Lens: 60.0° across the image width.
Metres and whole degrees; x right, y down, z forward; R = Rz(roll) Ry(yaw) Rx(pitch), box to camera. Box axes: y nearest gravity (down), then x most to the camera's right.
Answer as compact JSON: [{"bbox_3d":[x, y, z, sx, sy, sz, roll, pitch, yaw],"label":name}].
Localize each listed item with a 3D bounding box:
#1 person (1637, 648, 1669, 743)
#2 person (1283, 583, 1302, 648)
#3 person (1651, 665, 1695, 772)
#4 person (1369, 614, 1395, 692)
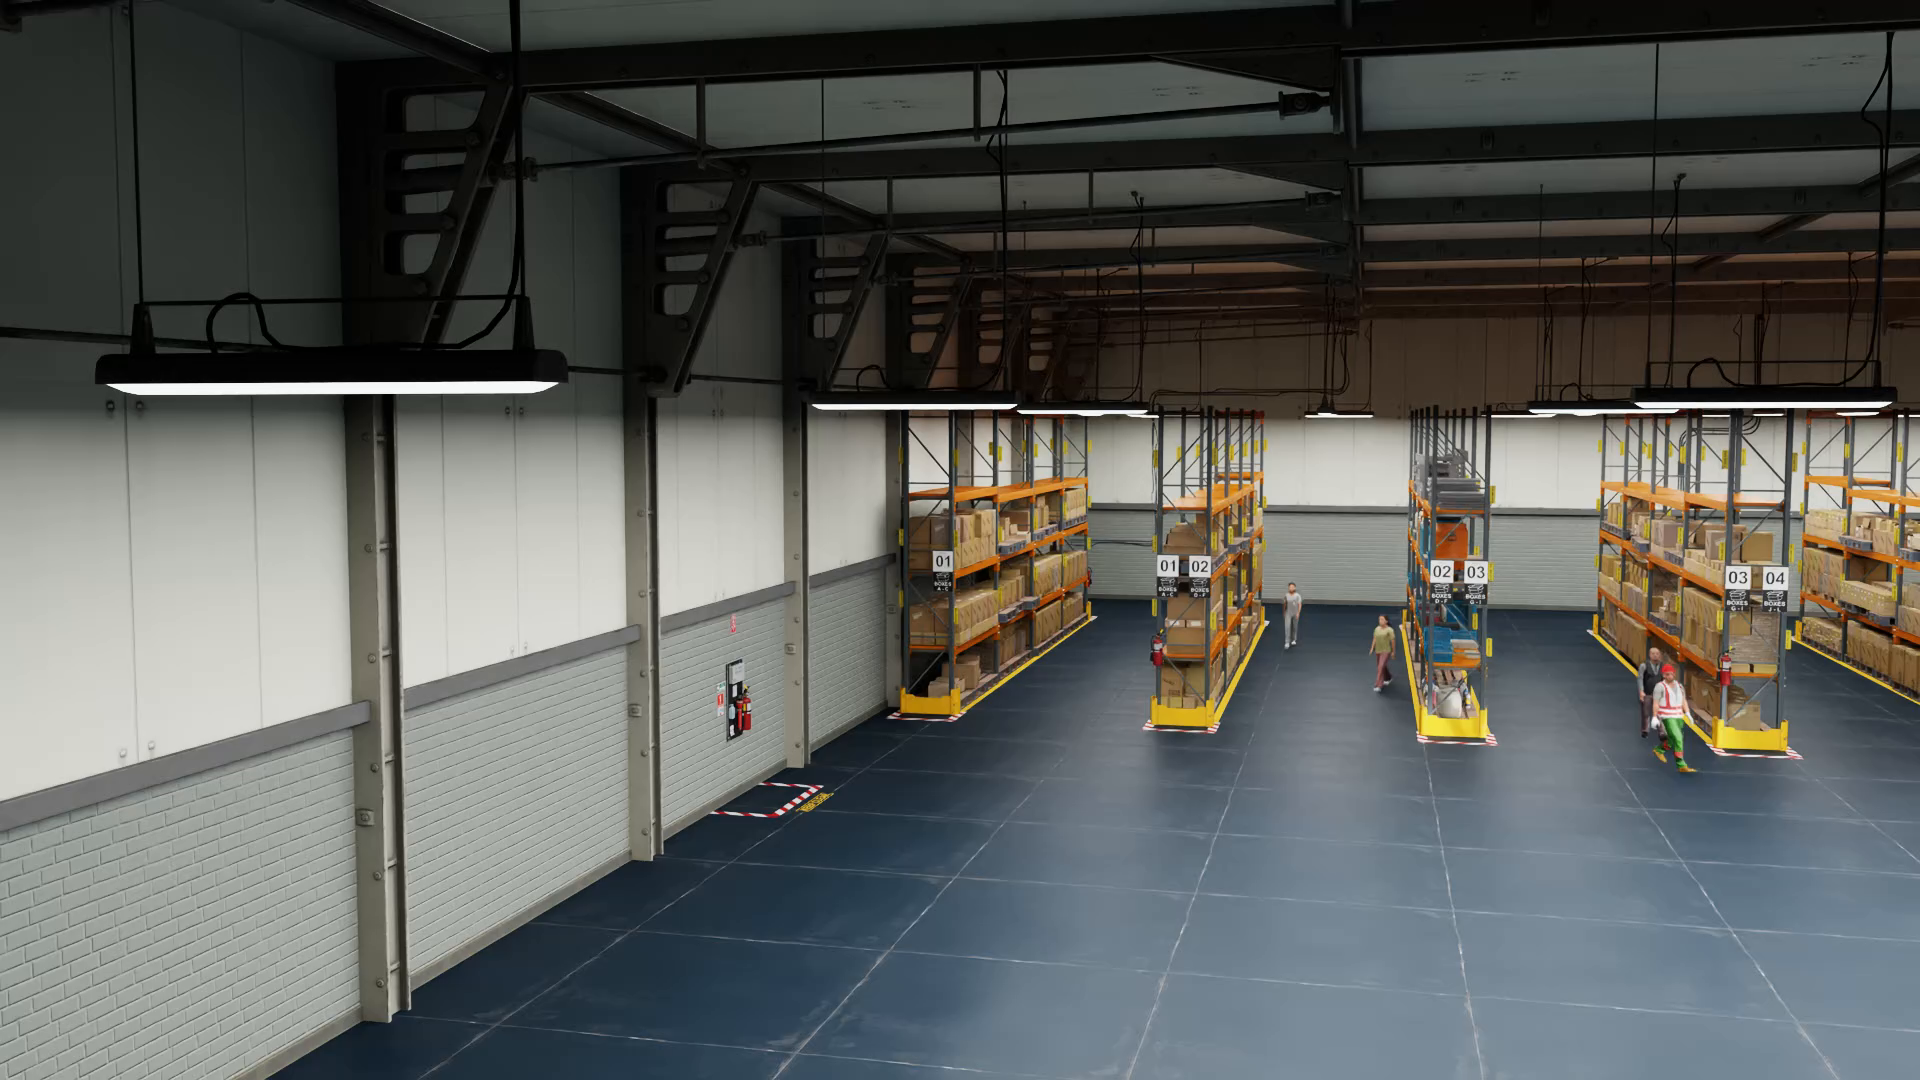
[{"bbox_3d":[12.308,2.753,29.513,0.551,1.659,1.071,1,4,19],"label":"person"},{"bbox_3d":[8.388,1.880,41.956,0.452,1.600,1.044,1,4,8],"label":"person"},{"bbox_3d":[11.668,2.902,27.246,0.538,1.733,0.955,-2,4,-23],"label":"person"},{"bbox_3d":[8.986,2.370,35.260,0.487,1.615,1.066,4,5,42],"label":"person"}]
